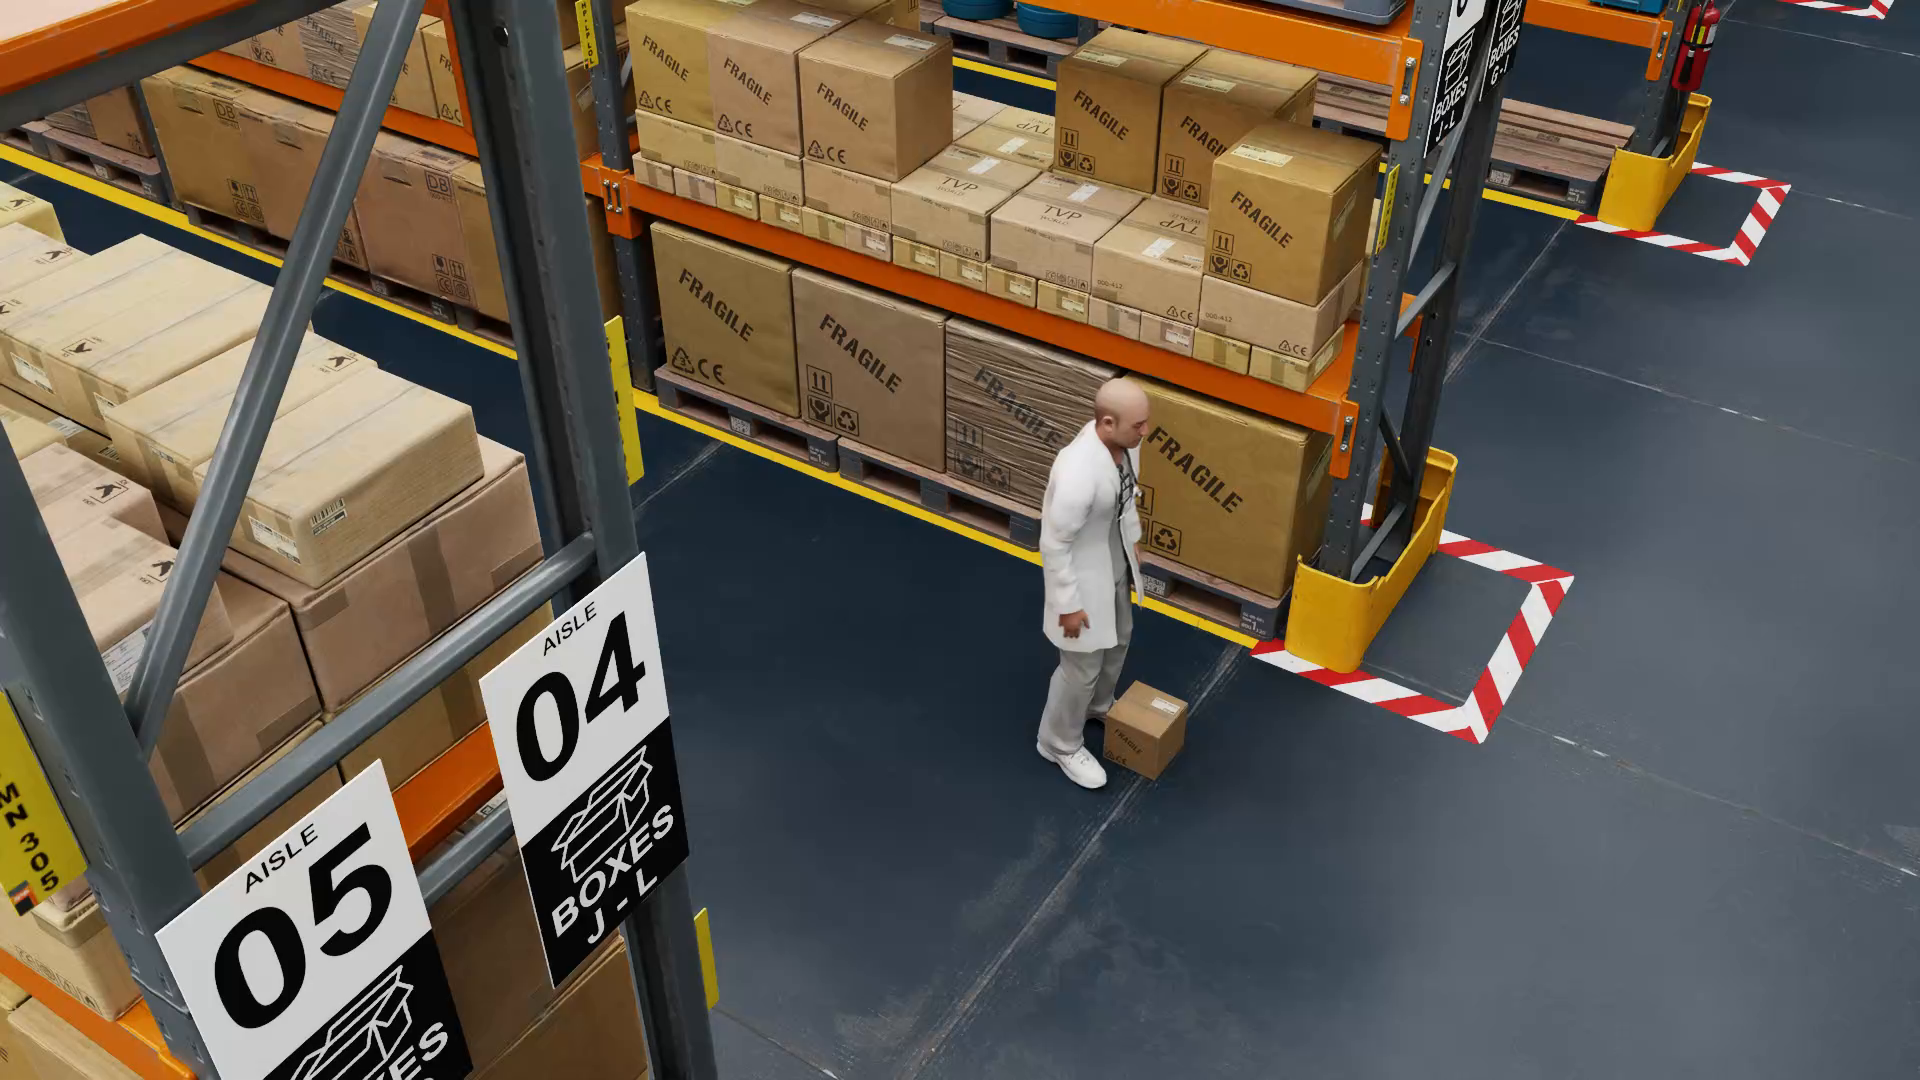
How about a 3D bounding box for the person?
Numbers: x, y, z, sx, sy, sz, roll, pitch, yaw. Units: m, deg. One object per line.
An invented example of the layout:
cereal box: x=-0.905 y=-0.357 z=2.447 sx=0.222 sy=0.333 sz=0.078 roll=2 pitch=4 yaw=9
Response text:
person: x=0.534 y=0.132 z=6.525 sx=0.428 sy=1.773 sz=0.640 roll=20 pitch=42 yaw=24
